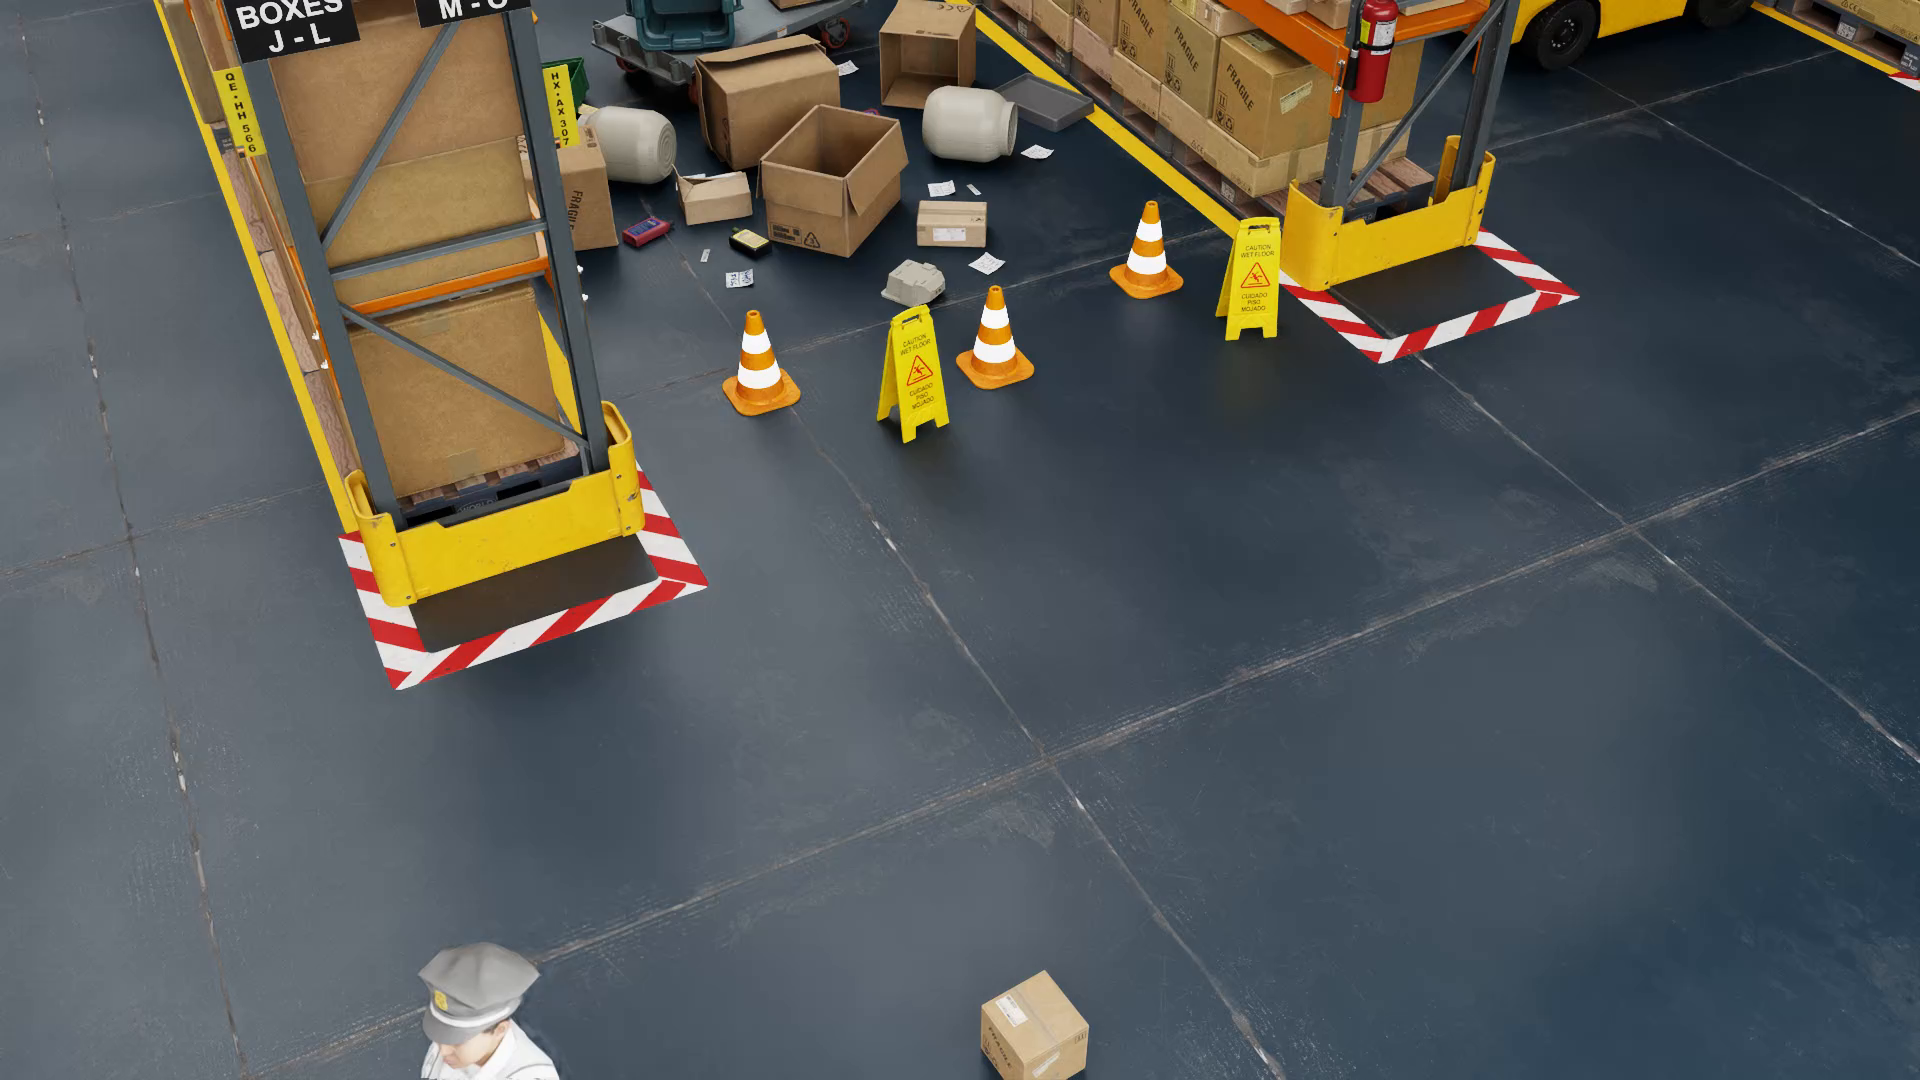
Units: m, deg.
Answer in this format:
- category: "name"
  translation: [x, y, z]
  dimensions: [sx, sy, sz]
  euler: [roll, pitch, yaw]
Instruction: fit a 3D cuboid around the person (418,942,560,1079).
- category: "person"
  translation: [-1.119, 1.620, 4.292]
  dimensions: [0.496, 1.648, 0.830]
  euler: [30, 50, 30]
